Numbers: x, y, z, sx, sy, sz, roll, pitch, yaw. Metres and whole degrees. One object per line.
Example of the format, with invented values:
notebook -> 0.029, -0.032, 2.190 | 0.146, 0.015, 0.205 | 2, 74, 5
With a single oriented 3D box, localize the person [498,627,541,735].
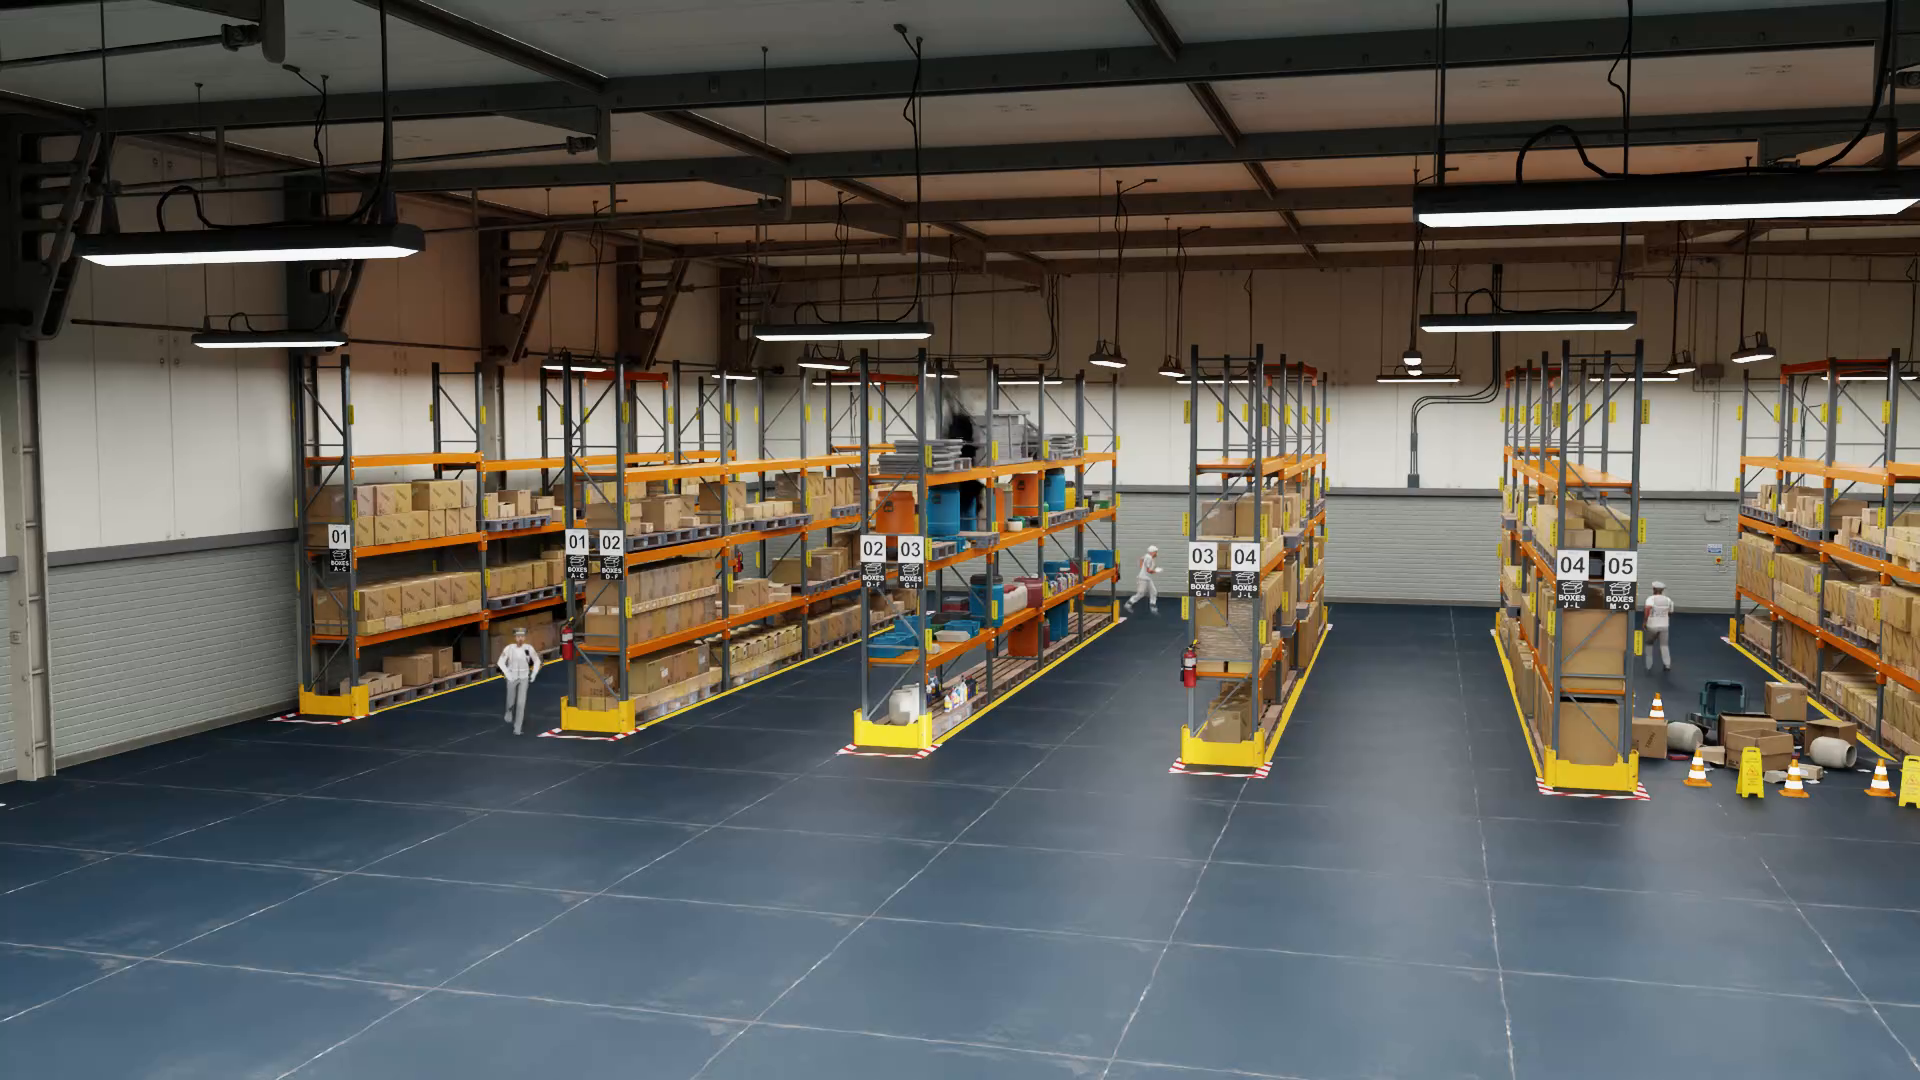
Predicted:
person -> -6.989, 2.222, 26.398 | 0.661, 1.707, 0.699 | -1, 4, -18

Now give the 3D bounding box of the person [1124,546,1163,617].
person -> 4.569, 1.042, 41.405 | 0.982, 1.805, 0.693 | 1, 4, 11

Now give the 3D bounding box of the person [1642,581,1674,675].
person -> 13.393, 1.711, 31.907 | 0.641, 1.816, 0.915 | 0, 4, 5
